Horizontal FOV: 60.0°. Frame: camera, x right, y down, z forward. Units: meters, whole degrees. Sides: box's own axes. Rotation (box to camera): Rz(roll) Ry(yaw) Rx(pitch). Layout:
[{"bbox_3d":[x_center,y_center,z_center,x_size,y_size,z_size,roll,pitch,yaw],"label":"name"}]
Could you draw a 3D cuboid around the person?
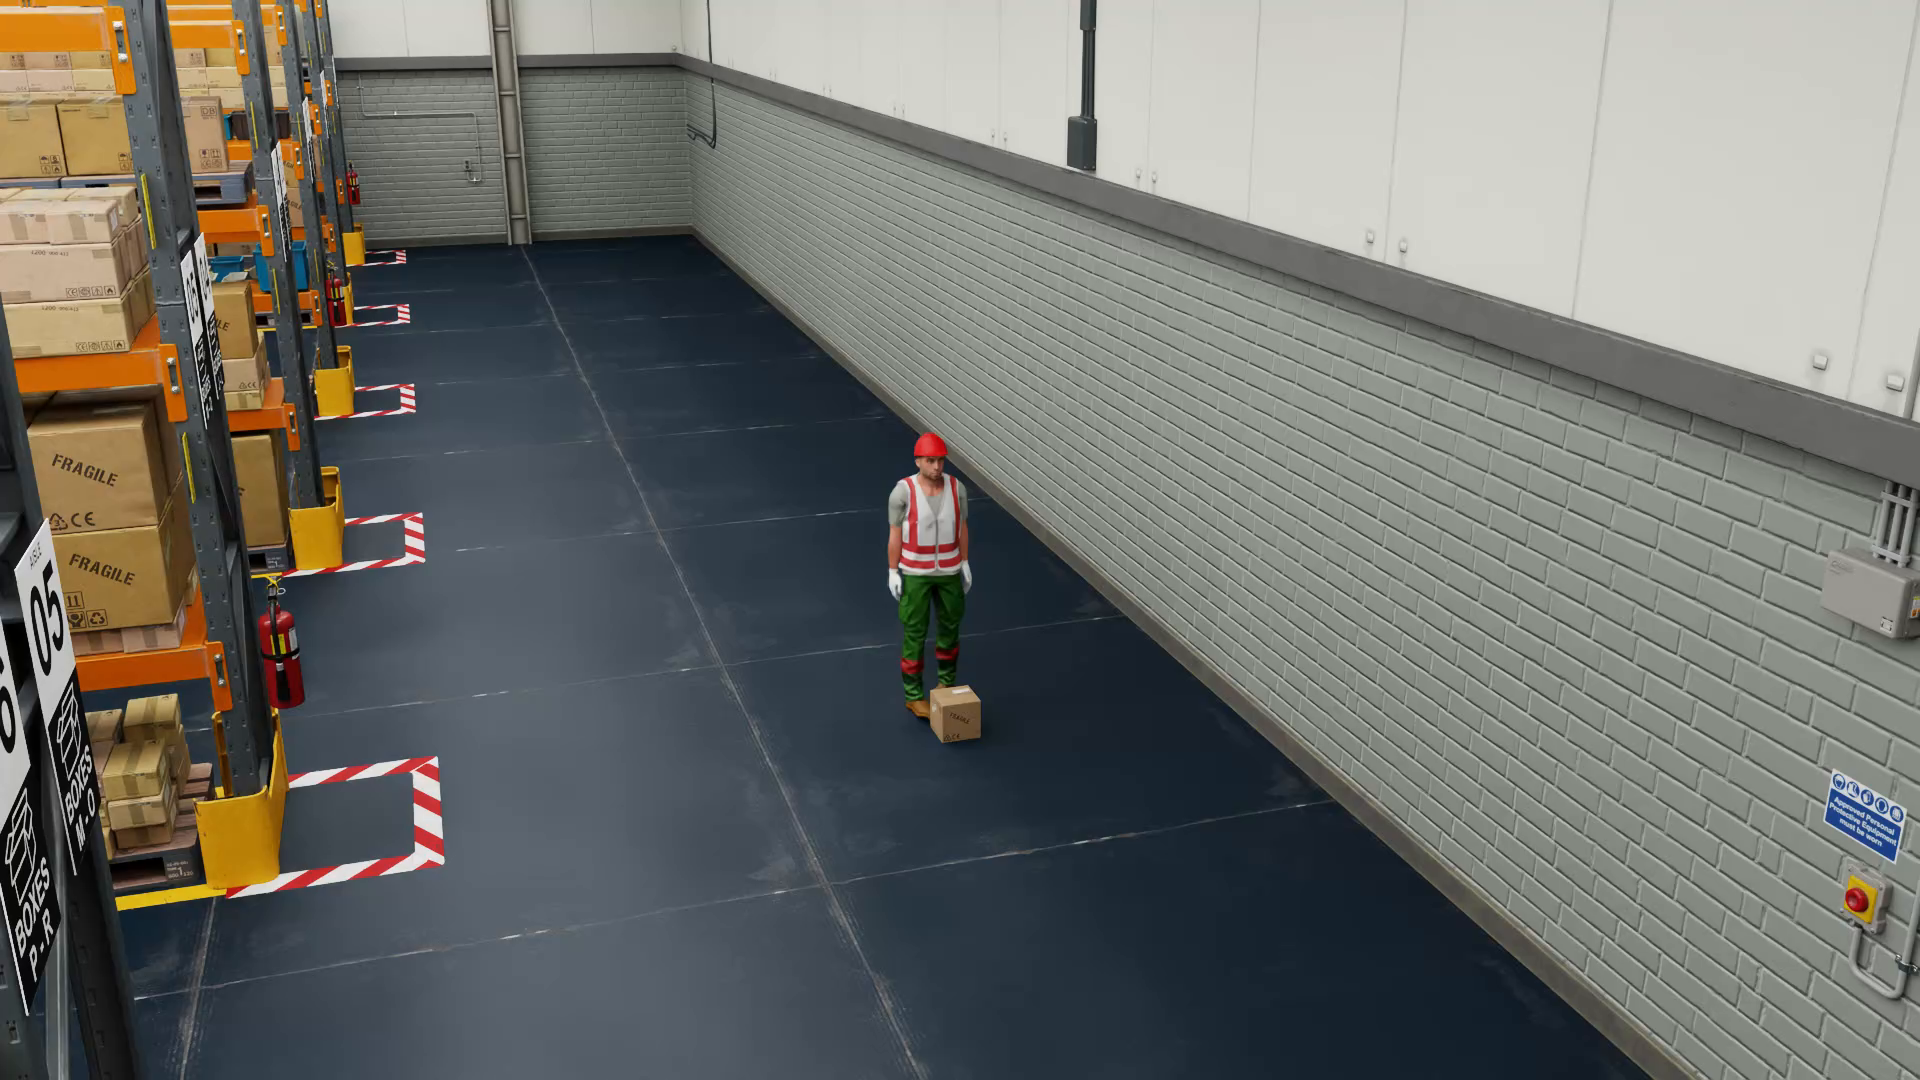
[{"bbox_3d":[-0.169,0.219,10.405,0.540,1.802,0.485,-6,20,-18],"label":"person"}]
